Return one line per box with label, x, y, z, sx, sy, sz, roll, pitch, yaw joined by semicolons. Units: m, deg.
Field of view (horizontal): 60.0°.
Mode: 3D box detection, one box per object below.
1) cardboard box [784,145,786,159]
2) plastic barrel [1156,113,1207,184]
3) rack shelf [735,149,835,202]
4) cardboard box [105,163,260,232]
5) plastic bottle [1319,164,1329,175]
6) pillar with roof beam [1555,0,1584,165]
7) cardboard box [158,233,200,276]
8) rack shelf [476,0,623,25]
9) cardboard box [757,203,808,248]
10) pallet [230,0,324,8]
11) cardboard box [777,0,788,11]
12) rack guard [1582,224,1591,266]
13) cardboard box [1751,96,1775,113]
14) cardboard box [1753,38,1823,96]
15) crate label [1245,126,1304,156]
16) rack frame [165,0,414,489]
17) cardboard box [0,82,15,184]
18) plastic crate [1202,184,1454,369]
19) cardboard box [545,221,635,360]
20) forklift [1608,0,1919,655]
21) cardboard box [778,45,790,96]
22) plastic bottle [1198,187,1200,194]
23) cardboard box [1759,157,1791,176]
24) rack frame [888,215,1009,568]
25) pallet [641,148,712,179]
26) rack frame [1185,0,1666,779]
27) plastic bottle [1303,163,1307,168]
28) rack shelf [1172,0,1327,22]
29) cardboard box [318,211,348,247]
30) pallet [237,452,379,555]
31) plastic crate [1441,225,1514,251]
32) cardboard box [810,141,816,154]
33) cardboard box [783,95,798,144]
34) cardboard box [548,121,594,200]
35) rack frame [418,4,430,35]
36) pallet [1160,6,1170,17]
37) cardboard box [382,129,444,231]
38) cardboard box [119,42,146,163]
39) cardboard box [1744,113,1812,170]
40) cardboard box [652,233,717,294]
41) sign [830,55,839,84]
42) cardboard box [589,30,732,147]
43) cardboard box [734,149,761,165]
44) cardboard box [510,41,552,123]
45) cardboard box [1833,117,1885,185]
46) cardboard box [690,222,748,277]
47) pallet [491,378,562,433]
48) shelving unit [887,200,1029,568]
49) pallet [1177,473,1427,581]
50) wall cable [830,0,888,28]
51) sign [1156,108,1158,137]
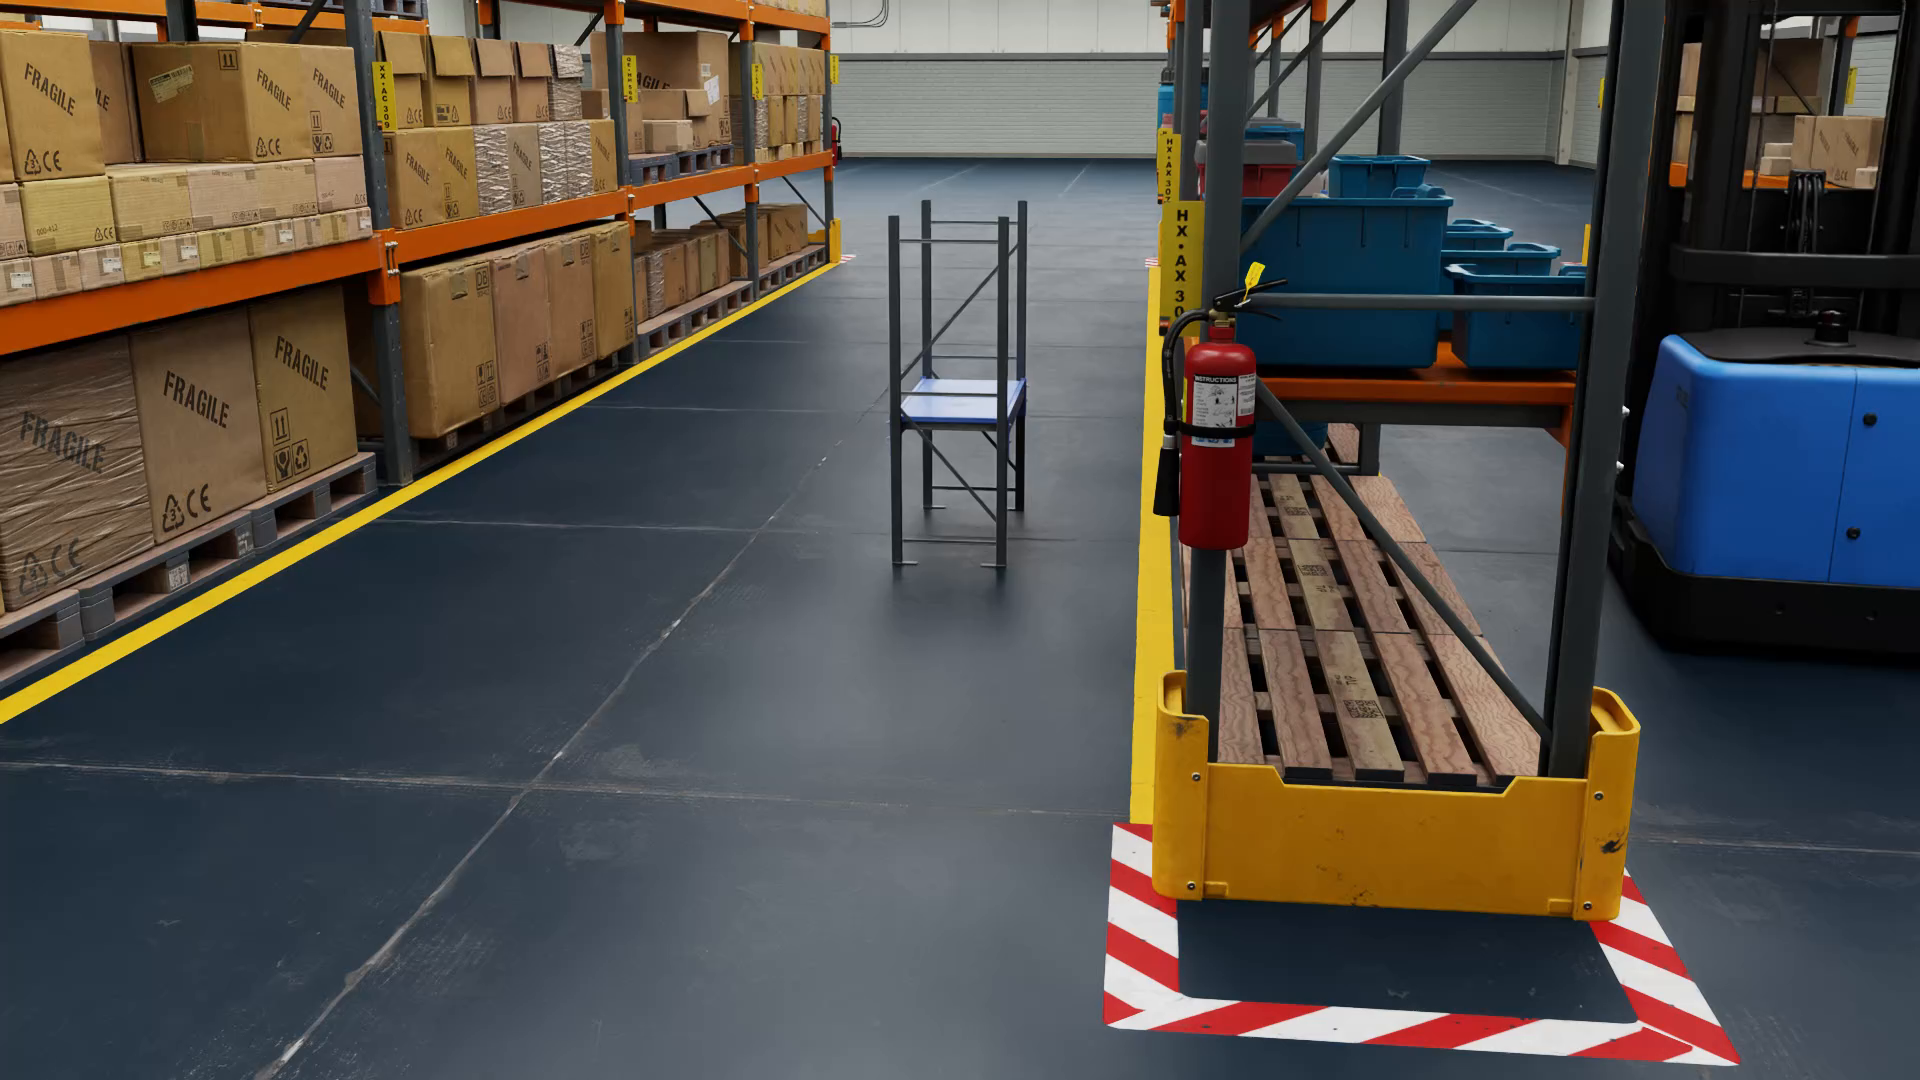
cardboard box;-2.043;-4.072;17.456;0.380;0.149;0.250;2;15;6
plastic barrel;1.738;-2.833;12.133;0.600;0.536;0.708;2;15;6
rack shelf;-2.257;-3.993;18.061;1.077;0.370;4.000;2;15;6
cardboard box;-3.288;-1.429;6.918;0.500;0.250;0.500;2;15;7
plastic bottle;2.141;-2.078;9.695;0.144;0.351;0.185;2;15;6
pillar with roof beam;12.622;-15.018;45.962;9.100;9.000;0.400;2;15;6
cardboard box;-3.269;-1.137;6.603;0.380;0.149;0.250;2;15;7
rack shelf;-3.160;-3.366;9.996;1.077;0.370;4.000;2;15;6
cardboard box;-2.119;-3.694;19.560;0.500;0.500;0.500;5;16;17
pallet;-7.297;-5.611;17.089;1.003;0.211;1.213;2;15;6
cardboard box;-2.056;-5.572;17.064;0.500;0.250;0.500;1;15;4
rack guard;7.814;-3.366;19.152;1.175;0.500;0.348;2;15;6
cardboard box;7.177;-3.967;15.152;0.380;0.149;0.250;2;15;6
cardboard box;7.403;-4.319;15.210;0.700;0.500;0.500;2;15;7
crate label;2.368;-2.905;12.591;0.502;0.435;0.616;2;15;6
rack frame;-3.386;-1.747;8.375;1.000;3.000;0.127;2;15;6
cardboard box;-3.458;-1.389;5.332;0.500;0.500;0.500;1;15;5
plastic crate;0.936;-0.702;4.328;0.616;0.435;0.499;2;15;6
cardboard box;-3.033;-1.783;11.775;1.225;0.875;0.875;1;15;4
forklift;3.428;-1.343;7.015;1.130;2.935;3.031;4;16;13
cardboard box;-2.068;-4.865;17.229;0.500;0.500;0.500;2;15;6
plastic bottle;1.259;-1.653;8.265;0.152;0.276;0.135;2;15;6
cardboard box;7.057;-3.184;14.171;0.380;0.149;0.250;2;15;6
rack frame;-0.048;-0.614;7.061;0.500;1.500;0.032;2;15;6
pallet;-2.752;-3.206;14.140;1.003;0.211;1.213;2;15;6
rack frame;1.084;-0.563;3.999;1.000;3.000;0.127;2;15;6
plastic bottle;2.072;-2.124;9.995;0.061;0.283;0.133;2;15;6
rack shelf;1.761;-3.220;9.456;1.077;0.370;4.000;2;15;6
cardboard box;-3.123;-1.470;7.832;0.380;0.149;0.250;2;15;7
pallet;-3.549;-0.206;8.018;1.003;0.211;1.213;2;15;6
plastic crate;1.588;-0.907;5.477;0.416;0.233;0.300;2;15;6
cardboard box;-1.865;-4.527;19.137;0.380;0.149;0.250;2;15;6
cardboard box;-2.226;-4.518;17.863;0.875;0.500;0.500;2;15;6
cardboard box;-2.806;-2.568;11.221;0.500;0.500;0.500;2;15;6
rack frame;-6.949;-5.031;20.522;1.000;3.000;0.127;2;15;6
pallet;2.699;-5.858;18.196;1.003;0.211;1.213;2;15;6
cardboard box;-3.085;-1.907;8.776;0.500;0.500;0.500;2;15;6
cardboard box;-3.757;-1.936;7.355;0.500;0.500;0.500;2;15;6
cardboard box;7.403;-3.692;15.379;0.700;0.500;0.500;1;15;5
cardboard box;-2.646;-2.546;15.275;0.700;0.500;0.500;2;15;6
sign;-1.482;-5.549;19.613;0.100;0.325;0.005;2;15;6
cardboard box;-2.712;-4.112;15.169;1.000;1.000;1.000;2;15;7
cardboard box;-2.160;-3.747;16.255;0.380;0.149;0.250;2;15;6
cardboard box;-3.109;-2.959;10.744;0.797;0.503;0.637;2;15;8
cardboard box;7.081;-2.975;12.727;0.500;0.500;0.500;1;15;3
cardboard box;-2.398;-2.920;16.699;0.500;0.500;0.500;1;15;5
pallet;-3.238;-0.920;10.661;1.003;0.211;1.213;2;15;6
shelving unit;0.010;-0.746;7.548;0.538;1.500;1.048;2;15;6
pallet;1.491;-0.063;7.490;1.003;0.211;1.213;2;15;6
wall cable;-3.322;-17.902;50.112;2.305;6.003;0.169;2;15;6
sign;2.344;-4.864;19.374;0.100;0.325;0.005;2;15;6
